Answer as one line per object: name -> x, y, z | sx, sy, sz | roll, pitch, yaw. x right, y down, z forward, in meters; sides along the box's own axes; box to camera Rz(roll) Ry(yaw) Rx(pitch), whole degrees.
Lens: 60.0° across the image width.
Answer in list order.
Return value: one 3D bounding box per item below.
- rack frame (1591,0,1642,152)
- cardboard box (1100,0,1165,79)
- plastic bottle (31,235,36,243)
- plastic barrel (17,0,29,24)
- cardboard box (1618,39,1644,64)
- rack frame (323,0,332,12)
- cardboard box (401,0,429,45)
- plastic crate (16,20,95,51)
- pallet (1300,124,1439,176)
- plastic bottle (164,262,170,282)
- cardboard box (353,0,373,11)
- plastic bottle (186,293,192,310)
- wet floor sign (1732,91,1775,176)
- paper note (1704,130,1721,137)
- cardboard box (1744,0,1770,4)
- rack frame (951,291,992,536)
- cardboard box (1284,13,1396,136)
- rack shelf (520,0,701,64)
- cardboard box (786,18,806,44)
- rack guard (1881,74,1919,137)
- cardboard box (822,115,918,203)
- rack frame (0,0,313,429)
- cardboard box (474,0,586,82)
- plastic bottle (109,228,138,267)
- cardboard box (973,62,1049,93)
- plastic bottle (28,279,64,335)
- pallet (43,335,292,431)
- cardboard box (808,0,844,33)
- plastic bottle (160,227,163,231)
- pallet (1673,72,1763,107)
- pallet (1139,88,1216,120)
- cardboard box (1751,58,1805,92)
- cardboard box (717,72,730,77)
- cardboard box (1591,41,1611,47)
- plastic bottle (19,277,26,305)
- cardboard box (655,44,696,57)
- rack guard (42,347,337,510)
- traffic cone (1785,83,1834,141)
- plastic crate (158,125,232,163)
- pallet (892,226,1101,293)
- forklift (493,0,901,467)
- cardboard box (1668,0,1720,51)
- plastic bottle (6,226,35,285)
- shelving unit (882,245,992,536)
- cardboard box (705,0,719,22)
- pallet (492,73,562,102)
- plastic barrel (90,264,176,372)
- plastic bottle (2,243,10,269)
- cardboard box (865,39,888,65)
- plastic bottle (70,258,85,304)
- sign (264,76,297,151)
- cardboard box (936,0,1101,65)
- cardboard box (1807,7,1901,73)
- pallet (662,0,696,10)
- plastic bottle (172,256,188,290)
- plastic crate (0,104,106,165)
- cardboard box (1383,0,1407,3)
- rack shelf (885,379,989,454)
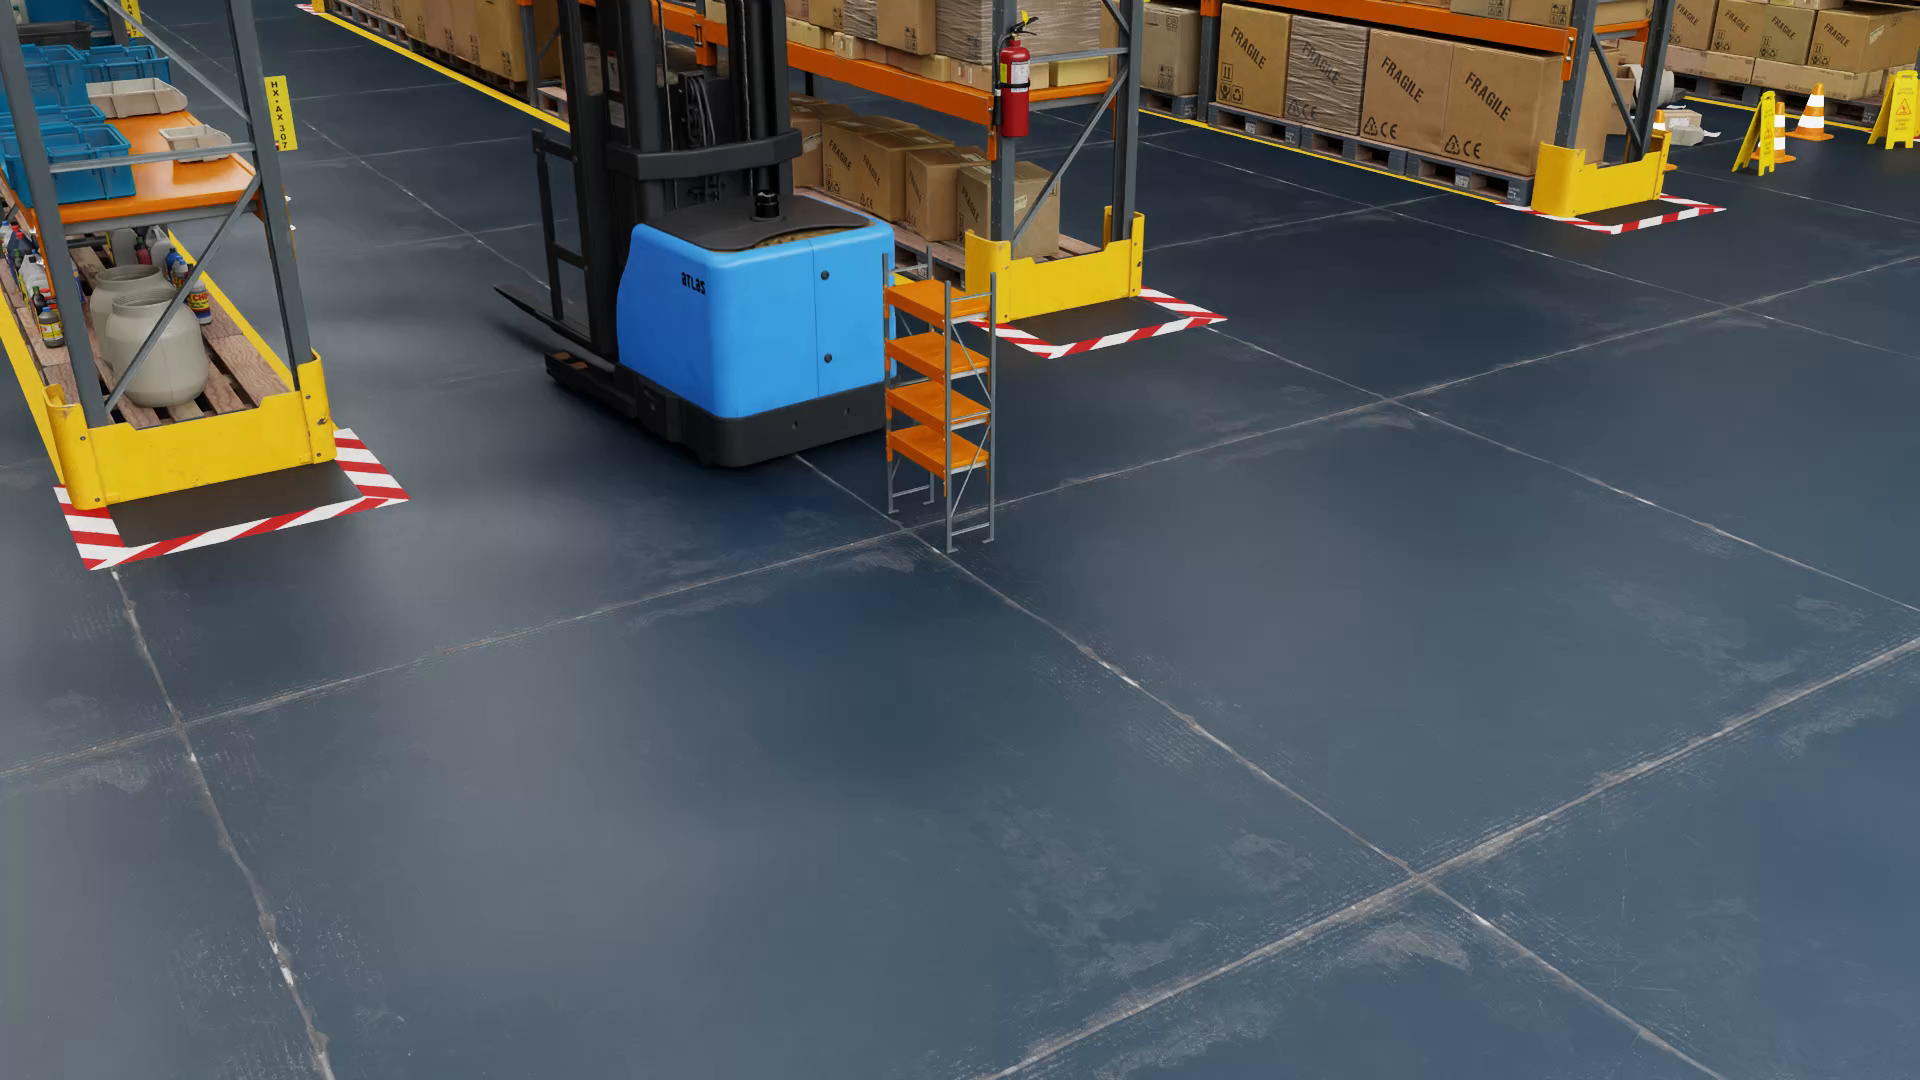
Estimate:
rack frame -> 4.840, -3.935, 12.073 | 0.949, 2.616, 0.053 | -16, 29, -30
cardboard box -> 1.722, -5.086, 16.654 | 1.050, 0.750, 0.750 | -16, 29, -30
plastic bottle -> -5.606, -1.763, 10.138 | 0.061, 0.283, 0.133 | -16, 29, -30
plastic barrel -> -6.040, -3.548, 11.092 | 0.433, 0.535, 0.433 | 0, 25, 0
cardboard box -> 7.148, -5.041, 17.143 | 0.500, 0.250, 0.500 | -14, 29, -27
rack frame -> -8.102, -8.539, 21.825 | 1.000, 3.000, 0.127 | -16, 29, -30
cardboard box -> -5.553, -6.113, 18.683 | 1.225, 0.875, 0.875 | -15, 29, -29
plastic crate -> -5.522, -2.848, 9.842 | 0.767, 0.338, 0.504 | -16, 29, -30
pallet -> 3.679, -3.379, 14.160 | 1.003, 0.211, 1.213 | -16, 29, -30
plastic bottle -> -4.654, -1.584, 9.855 | 0.097, 0.201, 0.097 | 0, 25, 0
cardboard box -> -7.189, -7.233, 21.054 | 0.875, 0.875, 0.875 | -16, 29, -30
plastic bottle -> -4.303, -1.354, 9.367 | 0.097, 0.201, 0.097 | 0, 25, 0
wet floor sign -> 6.518, -3.323, 13.532 | 0.267, 0.644, 0.232 | -22, 33, -38
paper note -> 6.751, -3.658, 14.962 | 0.142, 0.019, 0.148 | 18, 31, 33
cardboard box -> 7.746, -5.232, 15.909 | 0.380, 0.149, 0.250 | -14, 29, -27
rack frame -> 0.043, -0.515, 6.935 | 0.228, 1.046, 0.006 | -16, 29, -30
cardboard box -> 3.439, -4.033, 14.277 | 0.875, 0.875, 0.875 | -15, 29, -29
rack shelf -> -2.643, -4.637, 14.402 | 1.077, 0.370, 4.000 | -16, 29, -30
cardboard box -> -0.983, -3.545, 11.540 | 0.380, 0.149, 0.250 | -16, 29, -30
rack guard -> 8.894, -4.023, 15.186 | 1.175, 0.500, 0.348 | -16, 29, -30
cardboard box -> -0.643, -2.747, 11.992 | 0.500, 0.500, 0.500 | -19, 31, -34
rack frame -> -3.518, -1.662, 7.257 | 1.000, 3.000, 0.127 | -16, 29, -30
cardboard box -> -4.094, -5.159, 16.661 | 1.225, 0.875, 0.875 | -17, 30, -32
plastic bottle -> -5.114, -1.785, 10.192 | 0.152, 0.276, 0.135 | -16, 29, -30
cardboard box -> 0.304, -2.757, 9.870 | 0.380, 0.149, 0.250 | -16, 29, -30
plastic bottle -> -5.002, -1.281, 9.124 | 0.152, 0.276, 0.135 | -15, 29, -29
pallet -> -4.038, -0.709, 8.505 | 1.003, 0.211, 1.213 | -16, 29, -30
cardboard box -> -0.519, -3.721, 11.152 | 0.875, 0.500, 0.500 | -16, 29, -30
plastic bottle -> -4.880, -1.783, 10.180 | 0.061, 0.283, 0.133 | -13, 28, -26
pallet -> 7.818, -4.627, 16.804 | 1.003, 0.211, 1.213 | -16, 29, -30
pallet -> 2.175, -4.364, 16.248 | 1.003, 0.211, 1.213 | -16, 29, -30
cardboard box -> 7.992, -4.486, 15.968 | 0.500, 0.250, 0.500 | -15, 29, -29
cardboard box -> -1.869, -3.540, 13.649 | 0.700, 0.500, 0.500 | -18, 31, -33
cardboard box -> 6.196, -4.727, 16.675 | 0.500, 0.500, 0.500 | 3, 25, 6
plastic bottle -> -5.370, -1.467, 9.606 | 0.097, 0.201, 0.097 | 0, 25, 0
cardboard box -> -2.724, -4.115, 14.866 | 0.700, 0.500, 0.500 | -13, 28, -25
rack guard -> -3.599, -0.548, 7.825 | 1.175, 0.500, 0.348 | -16, 29, -30
traffic cone -> 7.620, -3.832, 14.825 | 0.336, 0.463, 0.334 | -16, 29, -30
plastic crate -> -3.737, -1.938, 8.151 | 0.298, 0.136, 0.250 | -16, 29, -30
pallet -> 0.177, -1.881, 10.988 | 1.003, 0.211, 1.213 | -16, 29, -30
forklift -> 4.477, -5.100, 14.620 | 18.991, 2.935, 6.136 | -18, 31, -34
cardboard box -> 7.431, -5.194, 16.589 | 0.500, 0.500, 0.500 | -14, 29, -27
plastic bottle -> -5.608, -1.709, 9.943 | 0.144, 0.351, 0.185 | -15, 29, -28
shelving unit -> -0.092, -0.603, 7.121 | 0.258, 1.200, 0.499 | -16, 29, -30
cardboard box -> -1.686, -3.987, 12.475 | 0.380, 0.149, 0.250 | -16, 29, -30
pallet -> -4.102, -4.716, 16.994 | 1.003, 0.211, 1.213 | -16, 29, -30
plastic barrel -> -4.215, -1.124, 8.539 | 0.421, 0.512, 0.421 | 0, 25, 0
plastic bottle -> -5.839, -1.774, 10.257 | 0.097, 0.201, 0.097 | 0, 25, 0
cardboard box -> -0.393, -3.200, 10.809 | 0.380, 0.149, 0.250 | -16, 29, -30
plastic bottle -> -5.163, -1.499, 9.586 | 0.152, 0.276, 0.135 | -16, 29, -30
sign -> -3.055, -1.914, 7.467 | 0.100, 0.325, 0.005 | -16, 29, -30
cardboard box -> 0.355, -3.199, 10.048 | 0.875, 0.500, 0.500 | -16, 29, -30
cardboard box -> 8.279, -4.637, 15.410 | 0.500, 0.500, 0.500 | -15, 29, -29
pallet -> -1.847, -4.468, 13.425 | 1.003, 0.211, 1.213 | -16, 29, -30
plastic bottle -> -4.488, -1.507, 9.609 | 0.097, 0.271, 0.097 | 0, 25, 0
plastic crate -> -4.391, -1.938, 8.015 | 0.499, 0.251, 0.408 | -16, 29, -30
cardboard box -> 3.759, -4.727, 13.575 | 0.875, 0.550, 0.500 | -16, 29, -30
rack shelf -> -0.090, -0.541, 7.148 | 0.258, 0.148, 0.480 | -16, 29, -30
